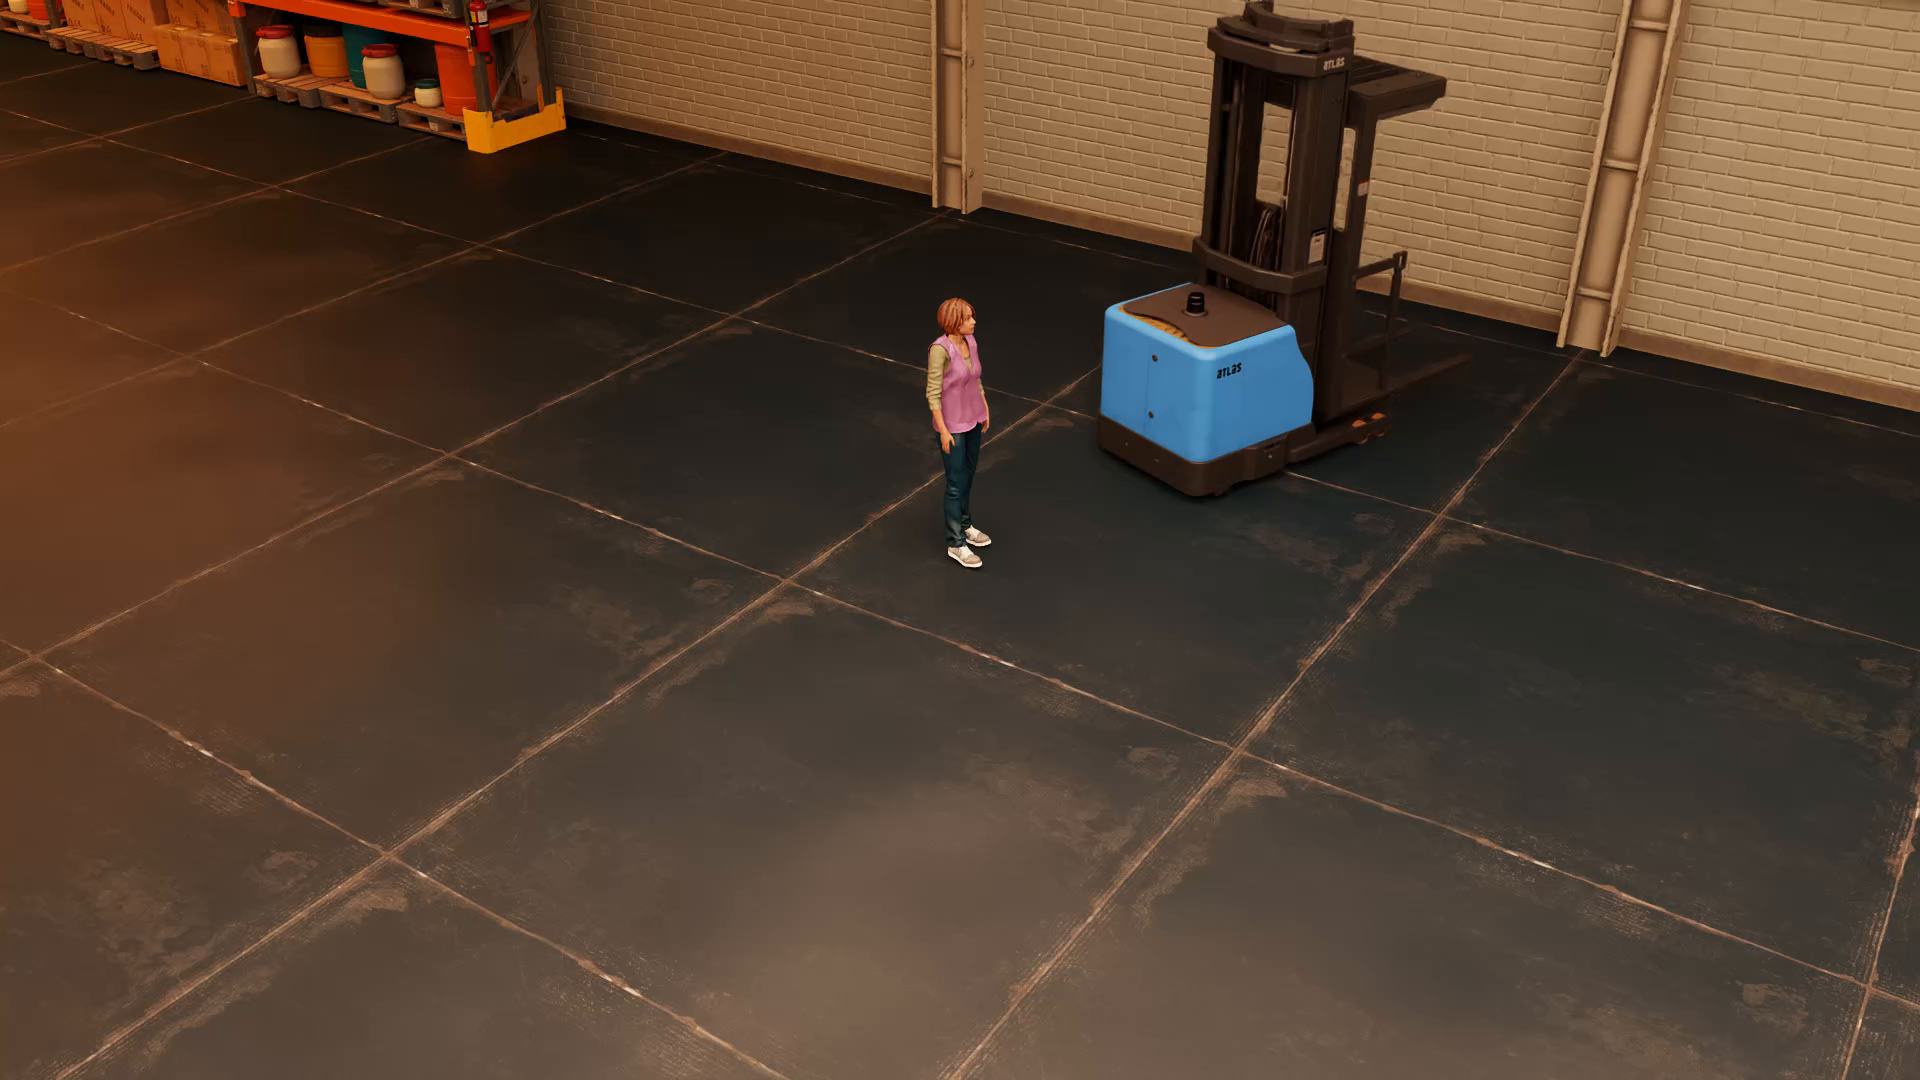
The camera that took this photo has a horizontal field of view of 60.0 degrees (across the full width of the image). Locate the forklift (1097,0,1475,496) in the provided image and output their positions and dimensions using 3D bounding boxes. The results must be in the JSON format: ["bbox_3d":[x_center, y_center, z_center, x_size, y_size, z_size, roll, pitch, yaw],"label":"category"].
[{"bbox_3d":[2.434,-2.132,11.253,3.031,2.935,1.130,-20,36,-31],"label":"forklift"}]

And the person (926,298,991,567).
[{"bbox_3d":[0.054,-0.667,10.051,0.473,1.592,0.521,19,35,29],"label":"person"}]
